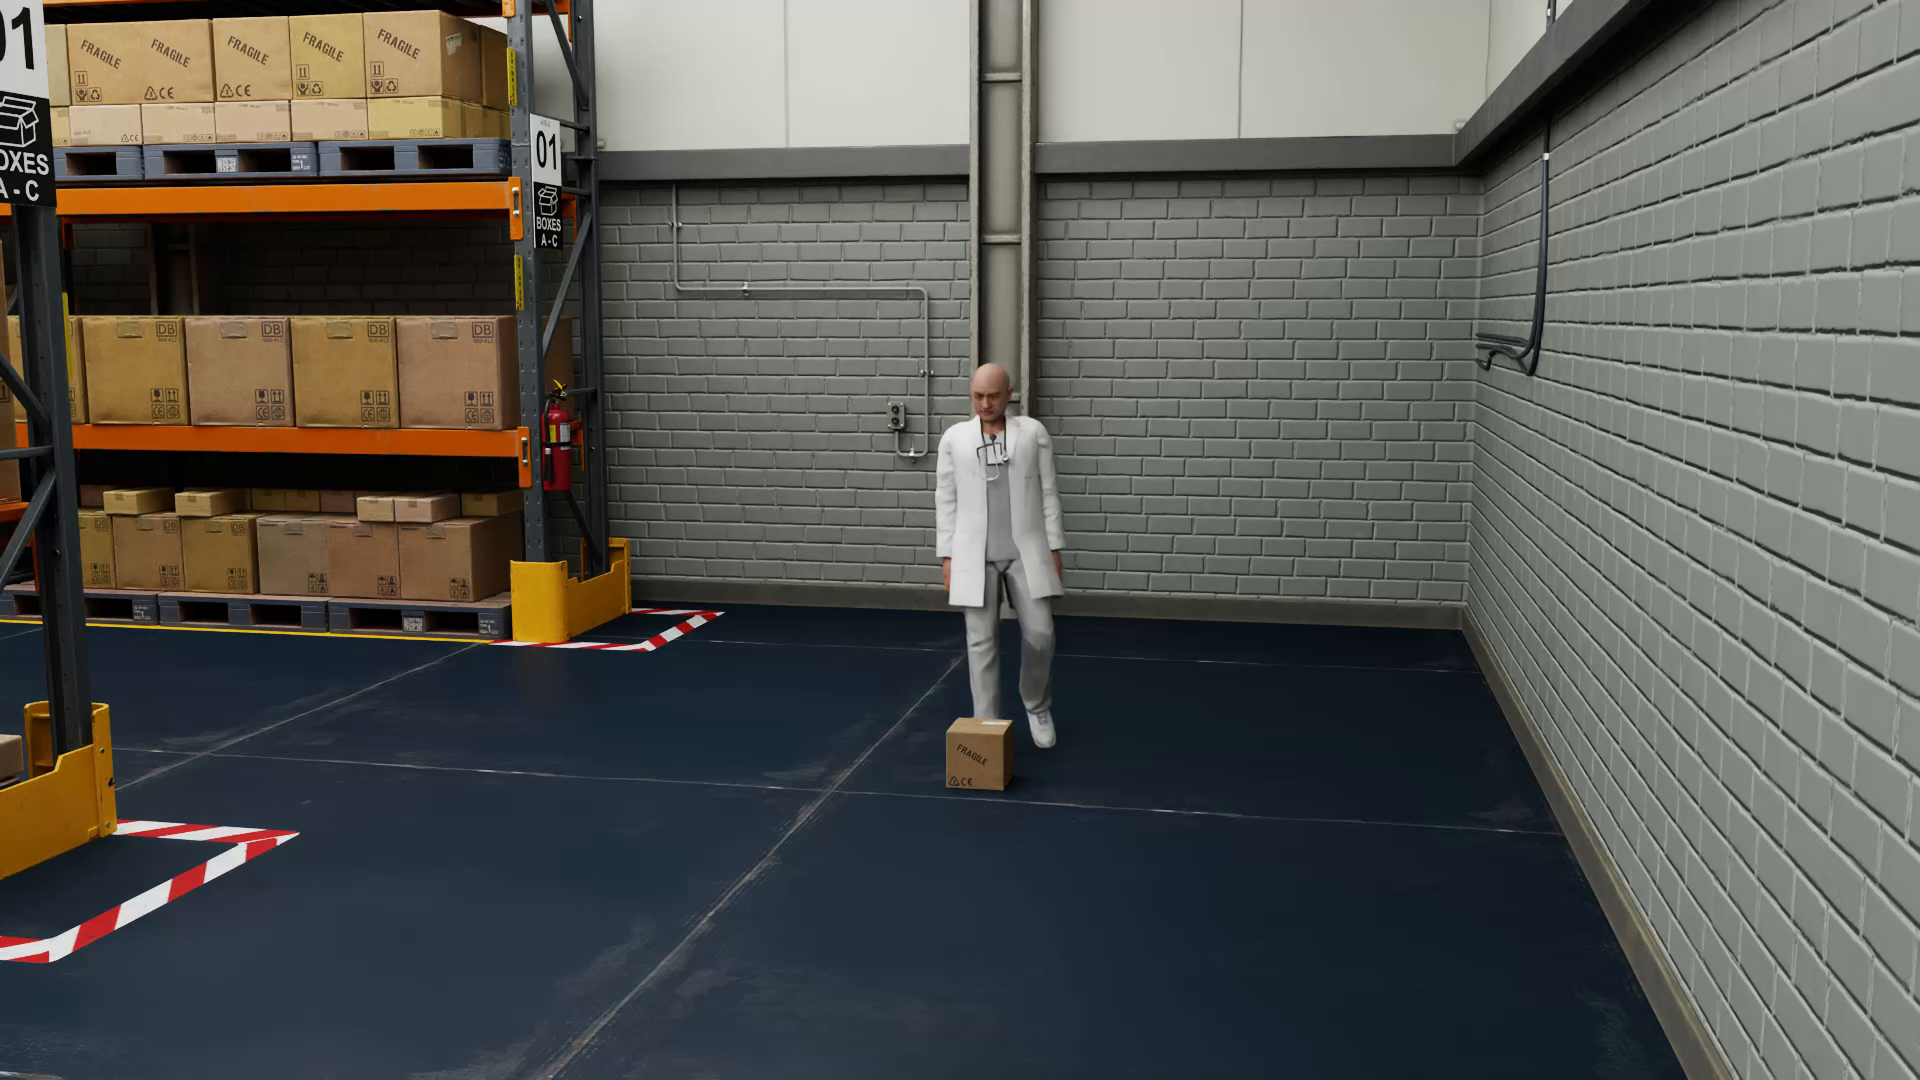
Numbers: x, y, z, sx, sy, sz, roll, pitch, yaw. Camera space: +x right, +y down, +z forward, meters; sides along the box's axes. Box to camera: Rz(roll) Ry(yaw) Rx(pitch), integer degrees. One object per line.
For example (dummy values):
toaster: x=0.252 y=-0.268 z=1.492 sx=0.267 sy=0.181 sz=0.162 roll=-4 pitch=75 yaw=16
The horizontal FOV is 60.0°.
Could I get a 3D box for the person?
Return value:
person: x=0.181 y=0.088 z=7.556 sx=0.607 sy=1.774 sz=0.634 roll=0 pitch=8 yaw=3
